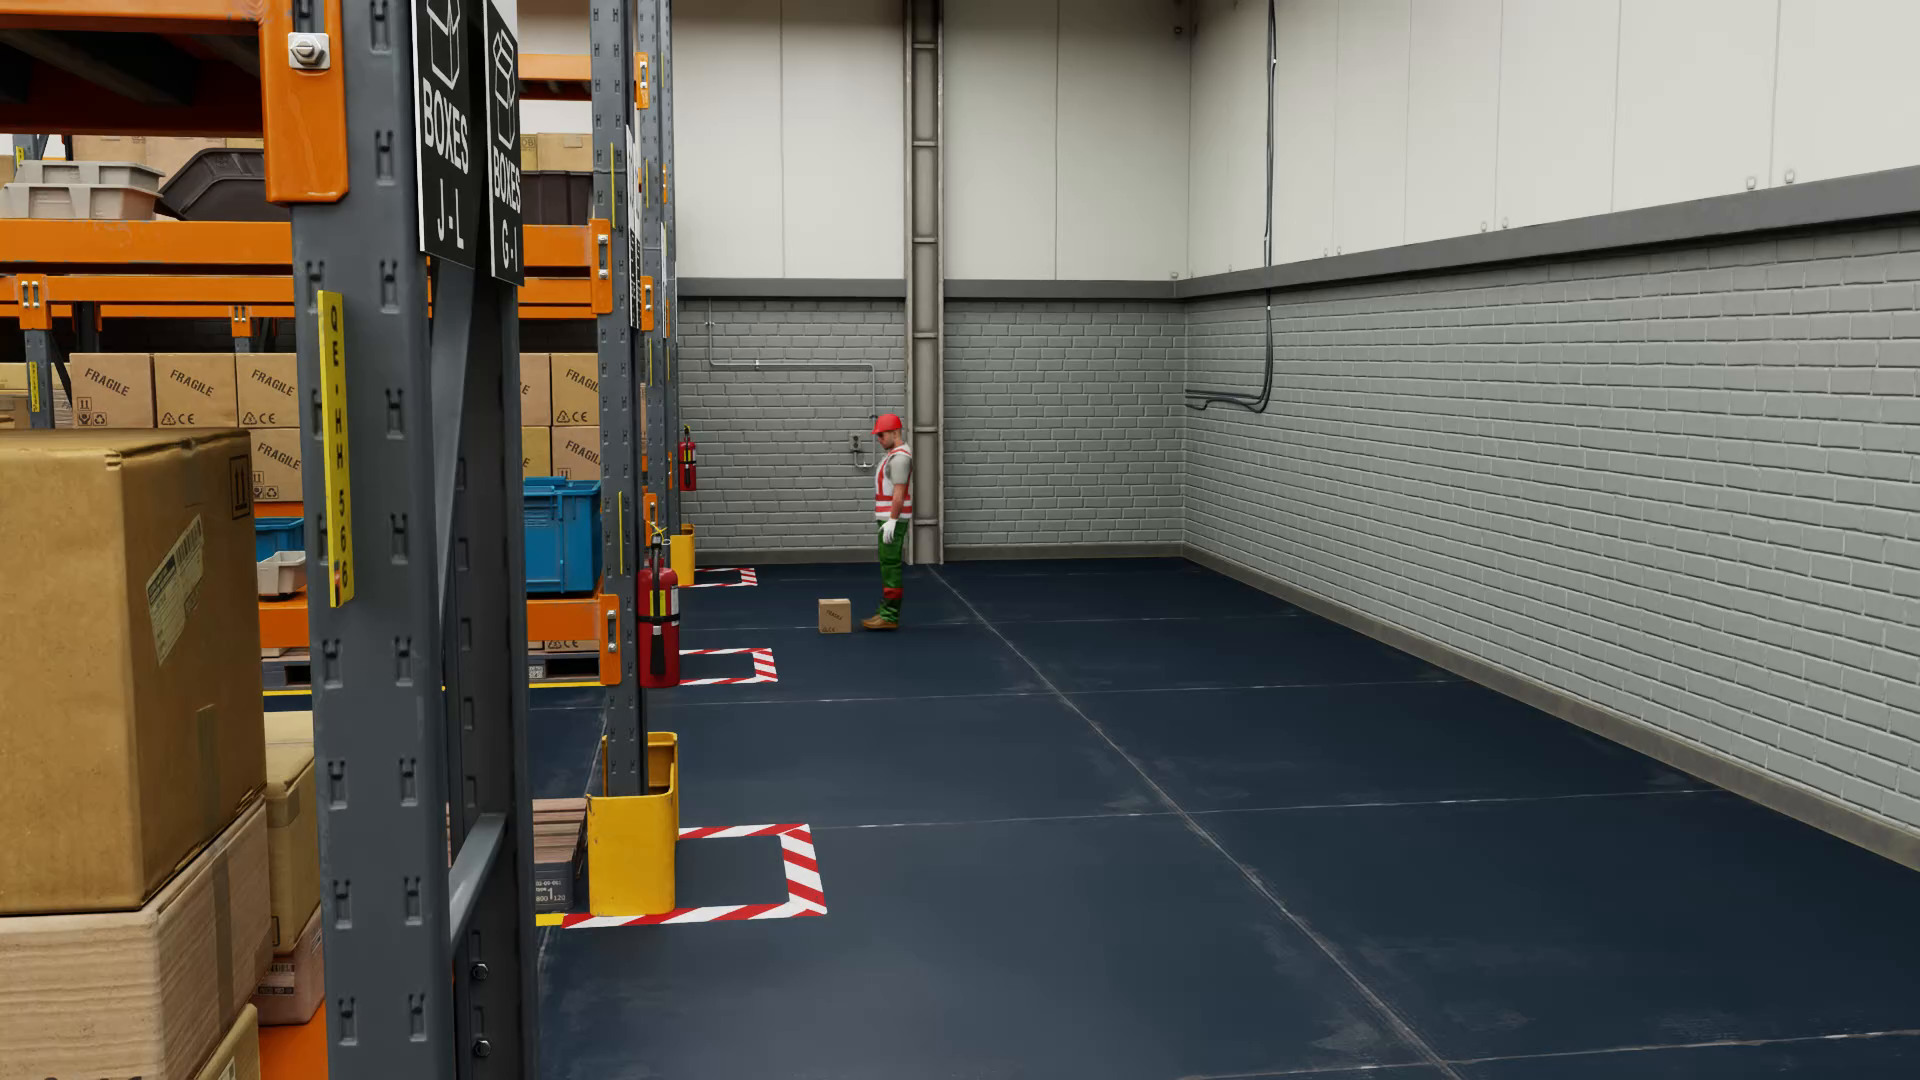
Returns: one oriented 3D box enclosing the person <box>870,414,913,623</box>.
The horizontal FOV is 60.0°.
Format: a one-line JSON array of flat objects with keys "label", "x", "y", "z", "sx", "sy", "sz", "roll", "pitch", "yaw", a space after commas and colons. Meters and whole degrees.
[{"label": "person", "x": -0.568, "y": -0.182, "z": 13.814, "sx": 0.358, "sy": 1.732, "sz": 0.527, "roll": 0, "pitch": 6, "yaw": -3}]
